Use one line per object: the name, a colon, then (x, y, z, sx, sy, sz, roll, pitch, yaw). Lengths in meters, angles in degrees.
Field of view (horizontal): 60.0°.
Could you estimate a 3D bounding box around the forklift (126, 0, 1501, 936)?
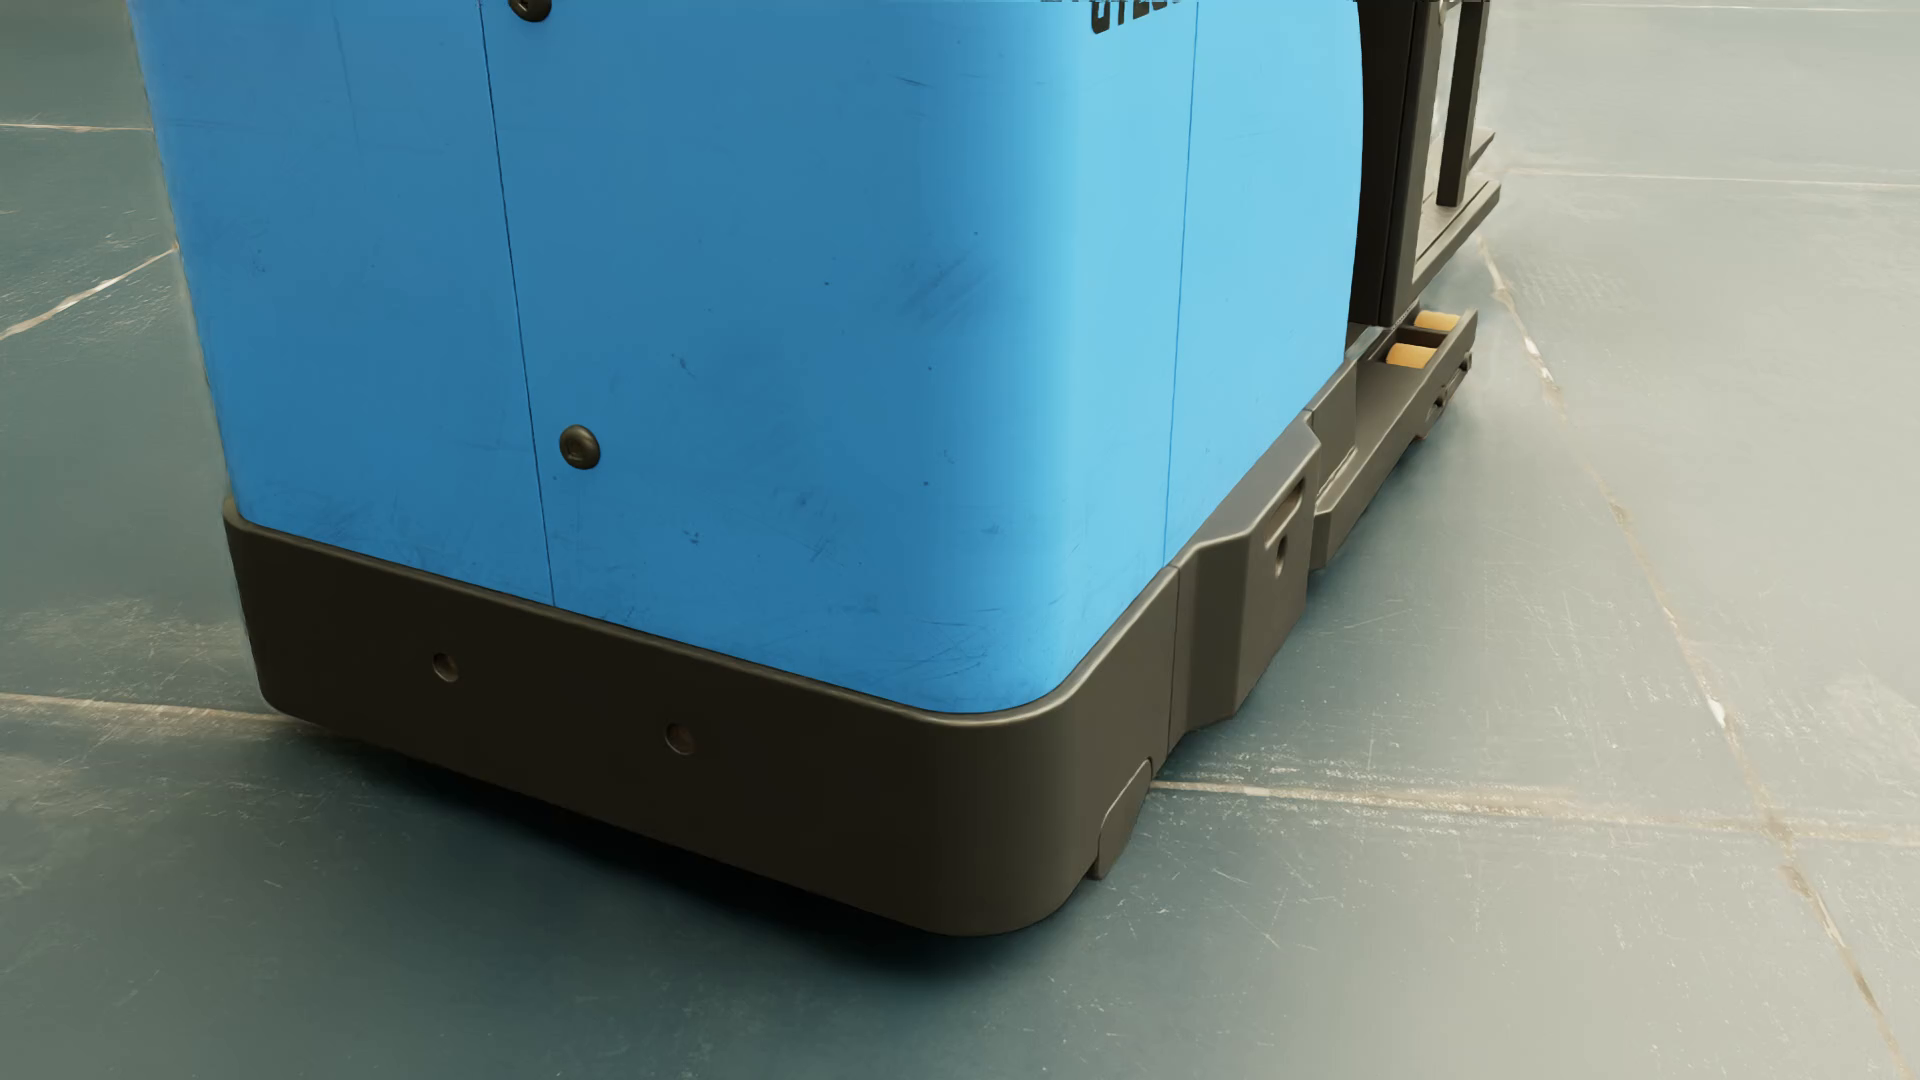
forklift: (0.279, -1.561, 2.346, 1.130, 2.935, 3.031, 13, 29, 24)
